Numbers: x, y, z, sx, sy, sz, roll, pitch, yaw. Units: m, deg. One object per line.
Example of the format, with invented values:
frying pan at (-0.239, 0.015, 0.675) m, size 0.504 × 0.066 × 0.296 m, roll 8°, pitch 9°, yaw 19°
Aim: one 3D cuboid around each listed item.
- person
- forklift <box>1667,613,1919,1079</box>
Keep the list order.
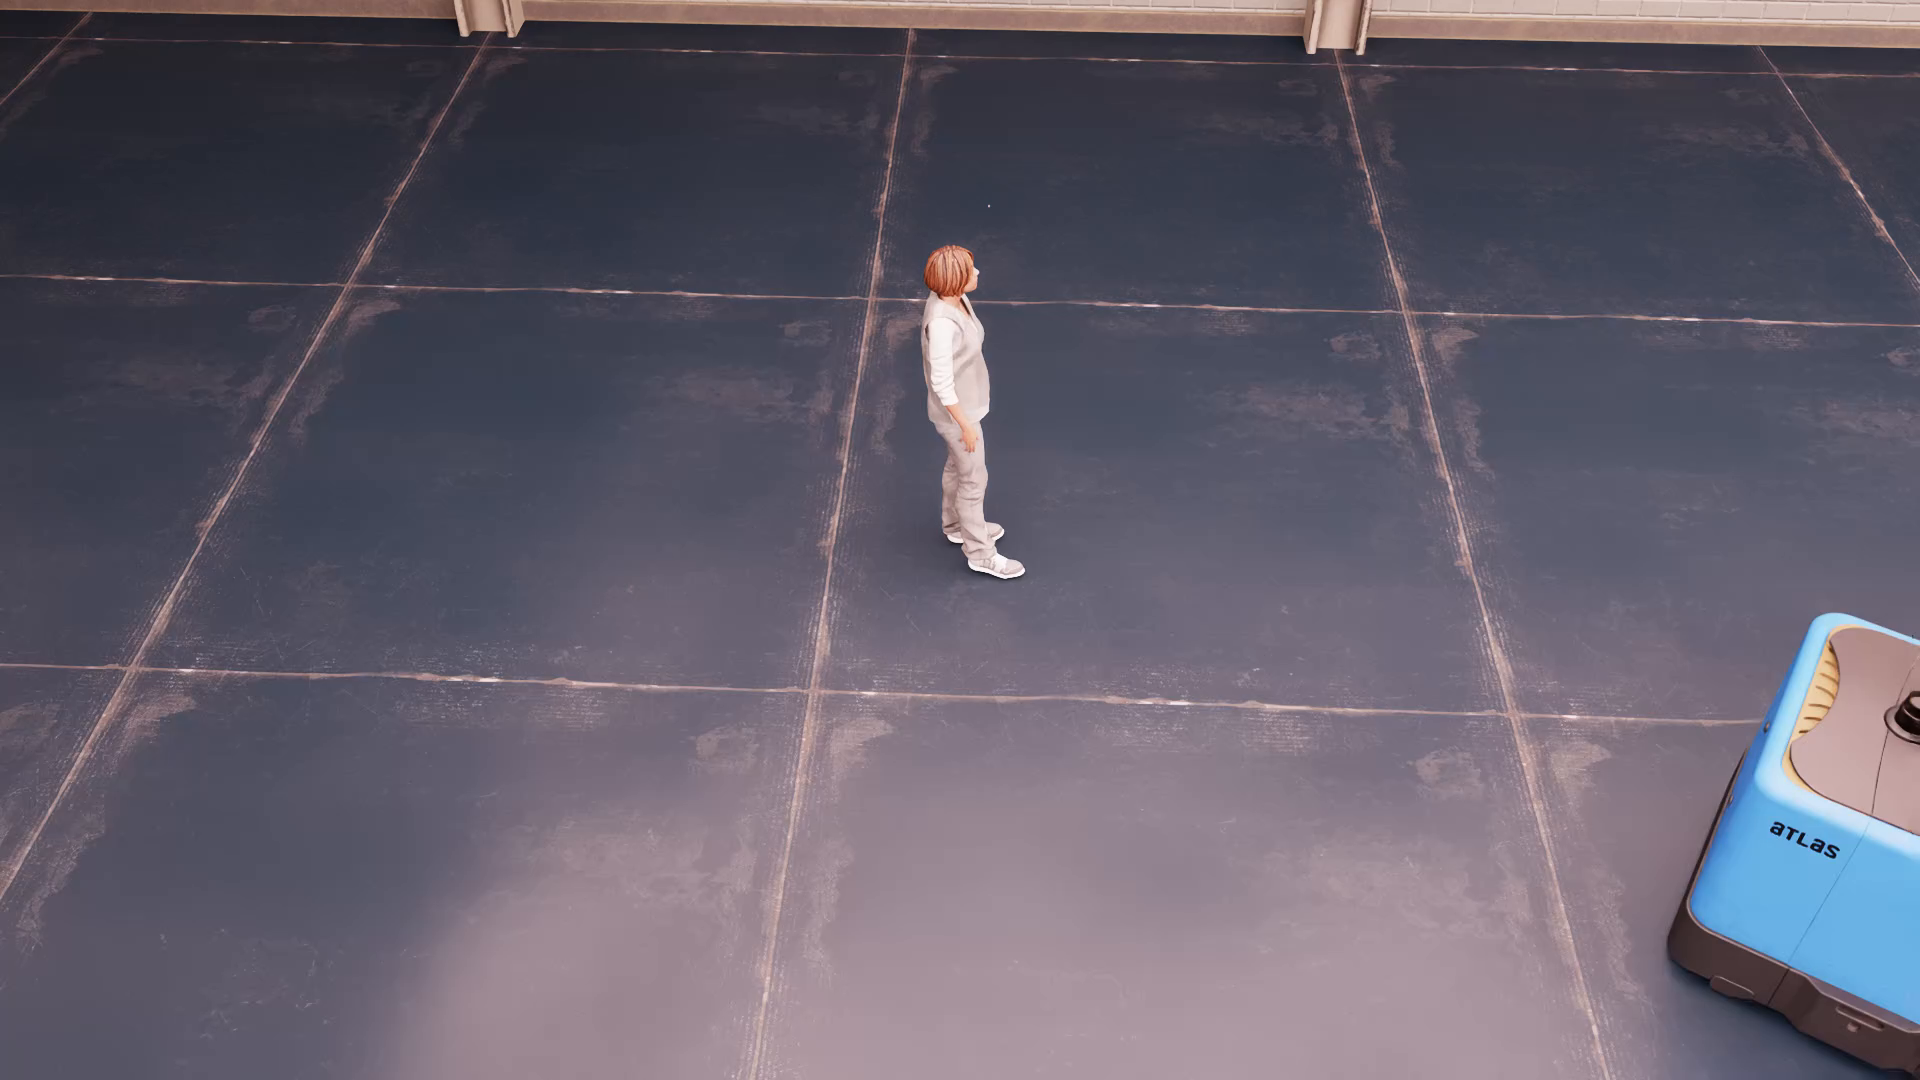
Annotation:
person at (0.073, -0.583, 7.360) m, size 0.475 × 1.597 × 0.520 m, roll 2°, pitch 42°, yaw 2°
forklift at (4.135, 0.767, 4.902) m, size 3.031 × 2.935 × 1.130 m, roll 24°, pitch 47°, yaw 24°
